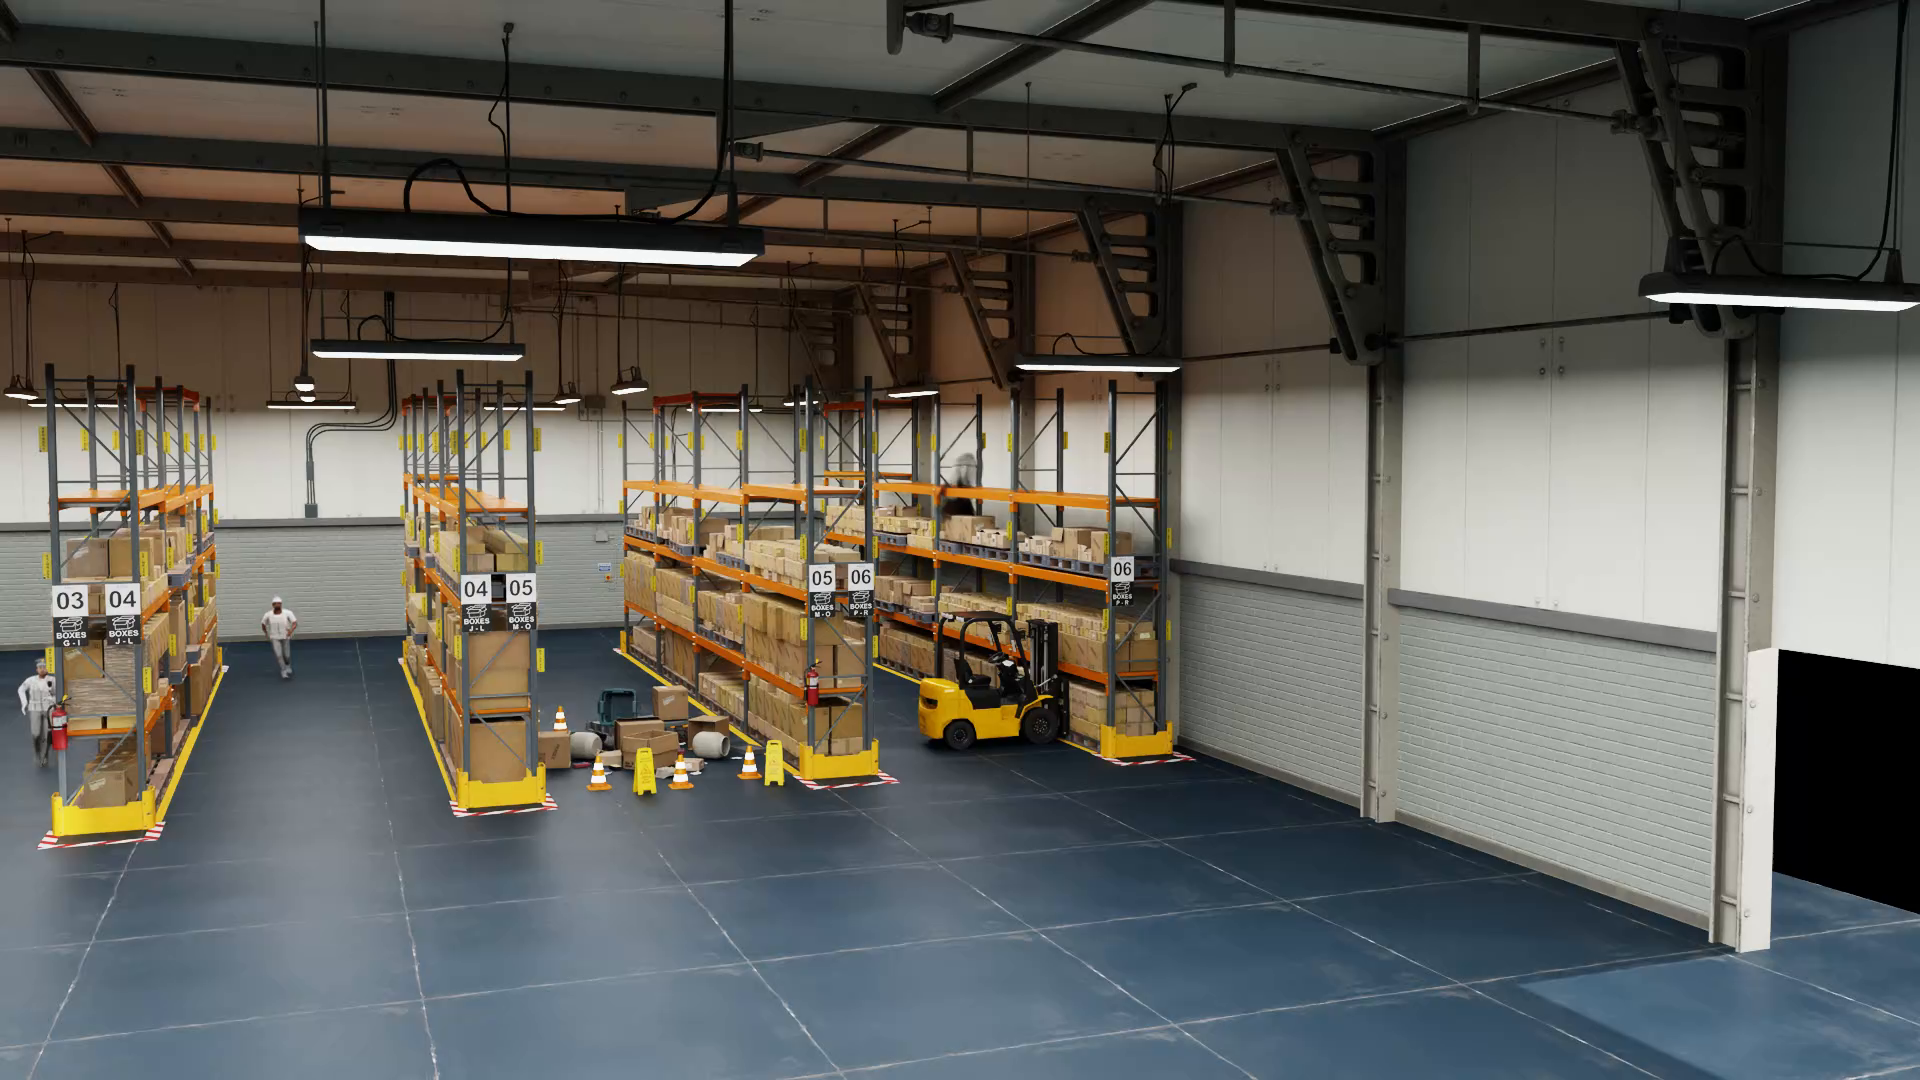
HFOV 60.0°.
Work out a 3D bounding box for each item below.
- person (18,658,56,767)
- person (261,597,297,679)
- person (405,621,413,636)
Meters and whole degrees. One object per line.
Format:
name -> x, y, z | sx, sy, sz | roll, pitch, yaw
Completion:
person -> -14.157, 2.654, 25.639 | 0.598, 1.669, 0.611 | -2, 4, -31
person -> -14.489, 2.072, 35.409 | 0.717, 1.714, 0.684 | -1, 4, -23
person -> -12.800, 1.888, 39.217 | 0.673, 1.627, 0.853 | 0, 3, -5
